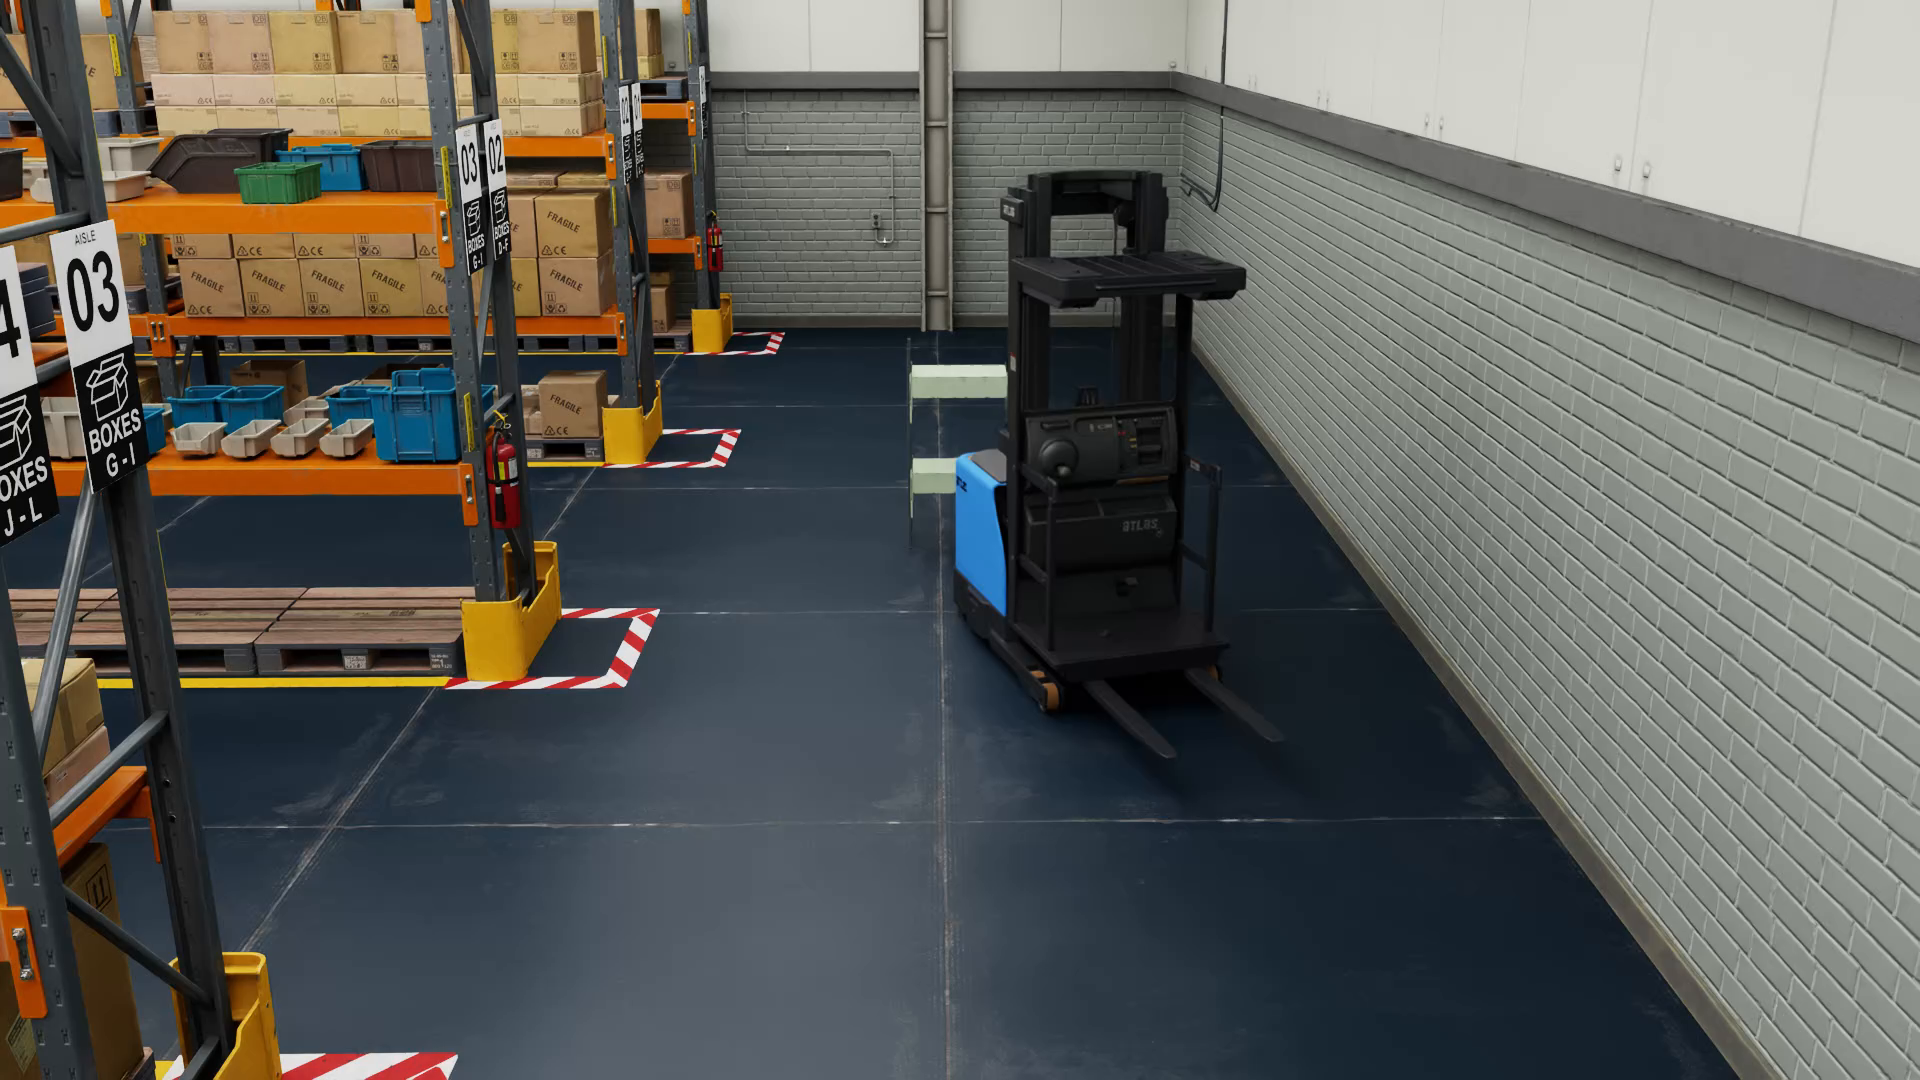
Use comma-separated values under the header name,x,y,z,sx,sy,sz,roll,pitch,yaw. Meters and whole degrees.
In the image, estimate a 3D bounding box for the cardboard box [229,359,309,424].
name,x,y,z,sx,sy,sz,roll,pitch,yaw
cardboard box,-6.323,-1.361,15.253,0.500,0.500,0.500,0,18,-1

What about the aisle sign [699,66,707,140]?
name,x,y,z,sx,sy,sz,roll,pitch,yaw
aisle sign,-2.894,-4.932,18.754,0.004,0.787,0.394,0,18,-1

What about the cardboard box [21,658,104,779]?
name,x,y,z,sx,sy,sz,roll,pitch,yaw
cardboard box,-3.220,0.603,5.515,0.500,0.250,0.500,-1,18,-2

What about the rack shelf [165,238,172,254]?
name,x,y,z,sx,sy,sz,roll,pitch,yaw
rack shelf,-8.969,-3.414,19.456,4.000,0.370,1.077,0,18,-1

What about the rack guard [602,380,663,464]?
name,x,y,z,sx,sy,sz,roll,pitch,yaw
rack guard,-2.964,-1.082,15.101,0.348,0.500,1.175,0,18,-1

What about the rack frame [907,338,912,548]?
name,x,y,z,sx,sy,sz,roll,pitch,yaw
rack frame,-0.373,-0.712,12.313,0.023,1.500,0.400,0,18,-1

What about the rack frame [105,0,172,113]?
name,x,y,z,sx,sy,sz,roll,pitch,yaw
rack frame,-6.888,-5.109,13.743,0.127,3.000,1.000,0,18,-1

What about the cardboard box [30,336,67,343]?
name,x,y,z,sx,sy,sz,roll,pitch,yaw
cardboard box,-8.375,-1.696,15.070,0.500,0.250,0.500,0,18,-1

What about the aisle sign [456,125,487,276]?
name,x,y,z,sx,sy,sz,roll,pitch,yaw
aisle sign,-2.737,-1.908,9.329,0.004,0.787,0.394,0,18,-1

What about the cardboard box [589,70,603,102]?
name,x,y,z,sx,sy,sz,roll,pitch,yaw
cardboard box,-3.406,-3.944,14.448,0.500,0.250,0.500,0,18,-1

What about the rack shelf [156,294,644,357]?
name,x,y,z,sx,sy,sz,roll,pitch,yaw
rack shelf,-4.888,-1.920,14.800,4.000,0.370,1.077,0,18,-1

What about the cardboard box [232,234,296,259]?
name,x,y,z,sx,sy,sz,roll,pitch,yaw
cardboard box,-5.896,-2.696,14.239,0.500,0.500,0.500,-1,18,-3

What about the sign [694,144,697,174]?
name,x,y,z,sx,sy,sz,roll,pitch,yaw
sign,-2.976,-4.283,18.706,0.005,0.325,0.100,0,18,-1

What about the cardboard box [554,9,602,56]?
name,x,y,z,sx,sy,sz,roll,pitch,yaw
cardboard box,-4.198,-5.661,18.539,0.500,0.500,0.500,0,18,1

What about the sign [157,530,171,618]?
name,x,y,z,sx,sy,sz,roll,pitch,yaw
sign,-2.738,0.134,5.672,0.005,0.325,0.100,0,18,-1

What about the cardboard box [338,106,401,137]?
name,x,y,z,sx,sy,sz,roll,pitch,yaw
cardboard box,-4.898,-3.543,14.017,0.500,0.250,0.500,0,18,-1

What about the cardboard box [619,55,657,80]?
name,x,y,z,sx,sy,sz,roll,pitch,yaw
cardboard box,-3.698,-5.305,18.658,0.500,0.250,0.500,0,18,1

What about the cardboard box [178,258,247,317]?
name,x,y,z,sx,sy,sz,roll,pitch,yaw
cardboard box,-6.374,-2.220,14.393,0.500,0.500,0.500,0,18,1

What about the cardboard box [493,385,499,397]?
name,x,y,z,sx,sy,sz,roll,pitch,yaw
cardboard box,-4.436,-1.252,15.320,0.500,0.250,0.500,0,18,-1

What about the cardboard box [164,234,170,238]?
name,x,y,z,sx,sy,sz,roll,pitch,yaw
cardboard box,-9.103,-3.578,19.169,0.250,0.149,0.380,0,18,-1

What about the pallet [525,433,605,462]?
name,x,y,z,sx,sy,sz,roll,pitch,yaw
pallet,-3.761,-0.940,15.132,1.213,0.211,1.003,0,18,-1

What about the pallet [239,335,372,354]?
name,x,y,z,sx,sy,sz,roll,pitch,yaw
pallet,-7.740,-2.411,19.719,1.213,0.211,1.003,0,18,-1

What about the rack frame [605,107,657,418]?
name,x,y,z,sx,sy,sz,roll,pitch,yaw
rack frame,-2.888,-2.272,14.720,0.127,3.000,1.000,0,18,-1

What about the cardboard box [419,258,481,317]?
name,x,y,z,sx,sy,sz,roll,pitch,yaw
cardboard box,-4.349,-2.230,14.425,0.500,0.500,0.500,0,18,0

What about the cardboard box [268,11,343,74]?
name,x,y,z,sx,sy,sz,roll,pitch,yaw
cardboard box,-5.400,-4.182,13.963,0.500,0.500,0.700,0,18,-1

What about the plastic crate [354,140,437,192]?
name,x,y,z,sx,sy,sz,roll,pitch,yaw
plastic crate,-3.203,-2.209,9.825,0.590,0.269,0.497,0,18,-1

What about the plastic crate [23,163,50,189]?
name,x,y,z,sx,sy,sz,roll,pitch,yaw
plastic crate,-5.548,-2.165,9.907,0.466,0.136,0.293,0,18,-1

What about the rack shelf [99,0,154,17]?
name,x,y,z,sx,sy,sz,roll,pitch,yaw
rack shelf,-8.888,-4.567,13.884,4.000,0.370,1.077,0,18,-1

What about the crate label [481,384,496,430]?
name,x,y,z,sx,sy,sz,roll,pitch,yaw
crate label,-3.066,-0.807,10.330,0.303,0.233,0.416,0,18,-1

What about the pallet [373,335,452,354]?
name,x,y,z,sx,sy,sz,roll,pitch,yaw
pallet,-6.208,-2.418,19.739,1.213,0.211,1.003,0,18,-1

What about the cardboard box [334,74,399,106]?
name,x,y,z,sx,sy,sz,roll,pitch,yaw
cardboard box,-4.898,-3.779,13.932,0.500,0.250,0.500,0,18,-1

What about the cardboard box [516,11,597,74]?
name,x,y,z,sx,sy,sz,roll,pitch,yaw
cardboard box,-3.402,-4.217,14.070,0.500,0.500,0.700,0,18,-1

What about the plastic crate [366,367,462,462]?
name,x,y,z,sx,sy,sz,roll,pitch,yaw
plastic crate,-3.146,-0.746,9.806,0.499,0.435,0.616,0,18,-1

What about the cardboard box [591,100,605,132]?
name,x,y,z,sx,sy,sz,roll,pitch,yaw
cardboard box,-3.406,-3.704,14.519,0.500,0.250,0.500,0,18,-1

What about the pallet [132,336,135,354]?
name,x,y,z,sx,sy,sz,roll,pitch,yaw
pallet,-10.180,-2.399,19.682,1.213,0.211,1.003,0,18,-1

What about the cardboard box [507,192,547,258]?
name,x,y,z,sx,sy,sz,roll,pitch,yaw
cardboard box,-3.834,-2.707,14.275,0.500,0.500,0.500,0,18,1

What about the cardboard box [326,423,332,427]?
name,x,y,z,sx,sy,sz,roll,pitch,yaw
cardboard box,-5.600,-1.056,14.848,0.250,0.166,0.380,0,18,-1

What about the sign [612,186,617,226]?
name,x,y,z,sx,sy,sz,roll,pitch,yaw
sign,-2.900,-2.804,13.966,0.005,0.325,0.100,0,18,-1

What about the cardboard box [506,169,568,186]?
name,x,y,z,sx,sy,sz,roll,pitch,yaw
cardboard box,-4.970,-3.915,19.349,0.700,0.700,0.980,-1,18,-4

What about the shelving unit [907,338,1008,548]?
name,x,y,z,sx,sy,sz,roll,pitch,yaw
shelving unit,-0.007,-0.714,12.318,0.755,1.500,0.431,0,18,-1

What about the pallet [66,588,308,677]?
name,x,y,z,sx,sy,sz,roll,pitch,yaw
pallet,-4.856,0.566,10.439,1.213,0.211,1.003,0,18,-1

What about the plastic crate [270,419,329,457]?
name,x,y,z,sx,sy,sz,roll,pitch,yaw
plastic crate,-3.916,-0.606,9.860,0.243,0.136,0.396,0,18,-1

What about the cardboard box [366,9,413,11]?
name,x,y,z,sx,sy,sz,roll,pitch,yaw
cardboard box,-6.252,-5.645,18.491,0.500,0.500,0.500,0,18,-1

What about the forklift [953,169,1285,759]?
name,x,y,z,sx,sy,sz,roll,pitch,yaw
forklift,0.894,-0.554,9.476,1.130,2.935,3.031,-6,19,-17

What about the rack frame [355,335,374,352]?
name,x,y,z,sx,sy,sz,roll,pitch,yaw
rack frame,-6.970,-3.766,19.376,0.127,3.000,1.000,0,18,-1

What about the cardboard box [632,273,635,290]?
name,x,y,z,sx,sy,sz,roll,pitch,yaw
cardboard box,-3.794,-3.013,19.374,0.250,0.149,0.380,0,18,-2

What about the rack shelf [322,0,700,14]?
name,x,y,z,sx,sy,sz,roll,pitch,yaw
rack shelf,-4.970,-6.099,18.661,4.000,0.370,1.077,0,18,-1

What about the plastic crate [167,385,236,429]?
name,x,y,z,sx,sy,sz,roll,pitch,yaw
plastic crate,-4.682,-0.800,10.306,0.300,0.233,0.416,0,18,-1
